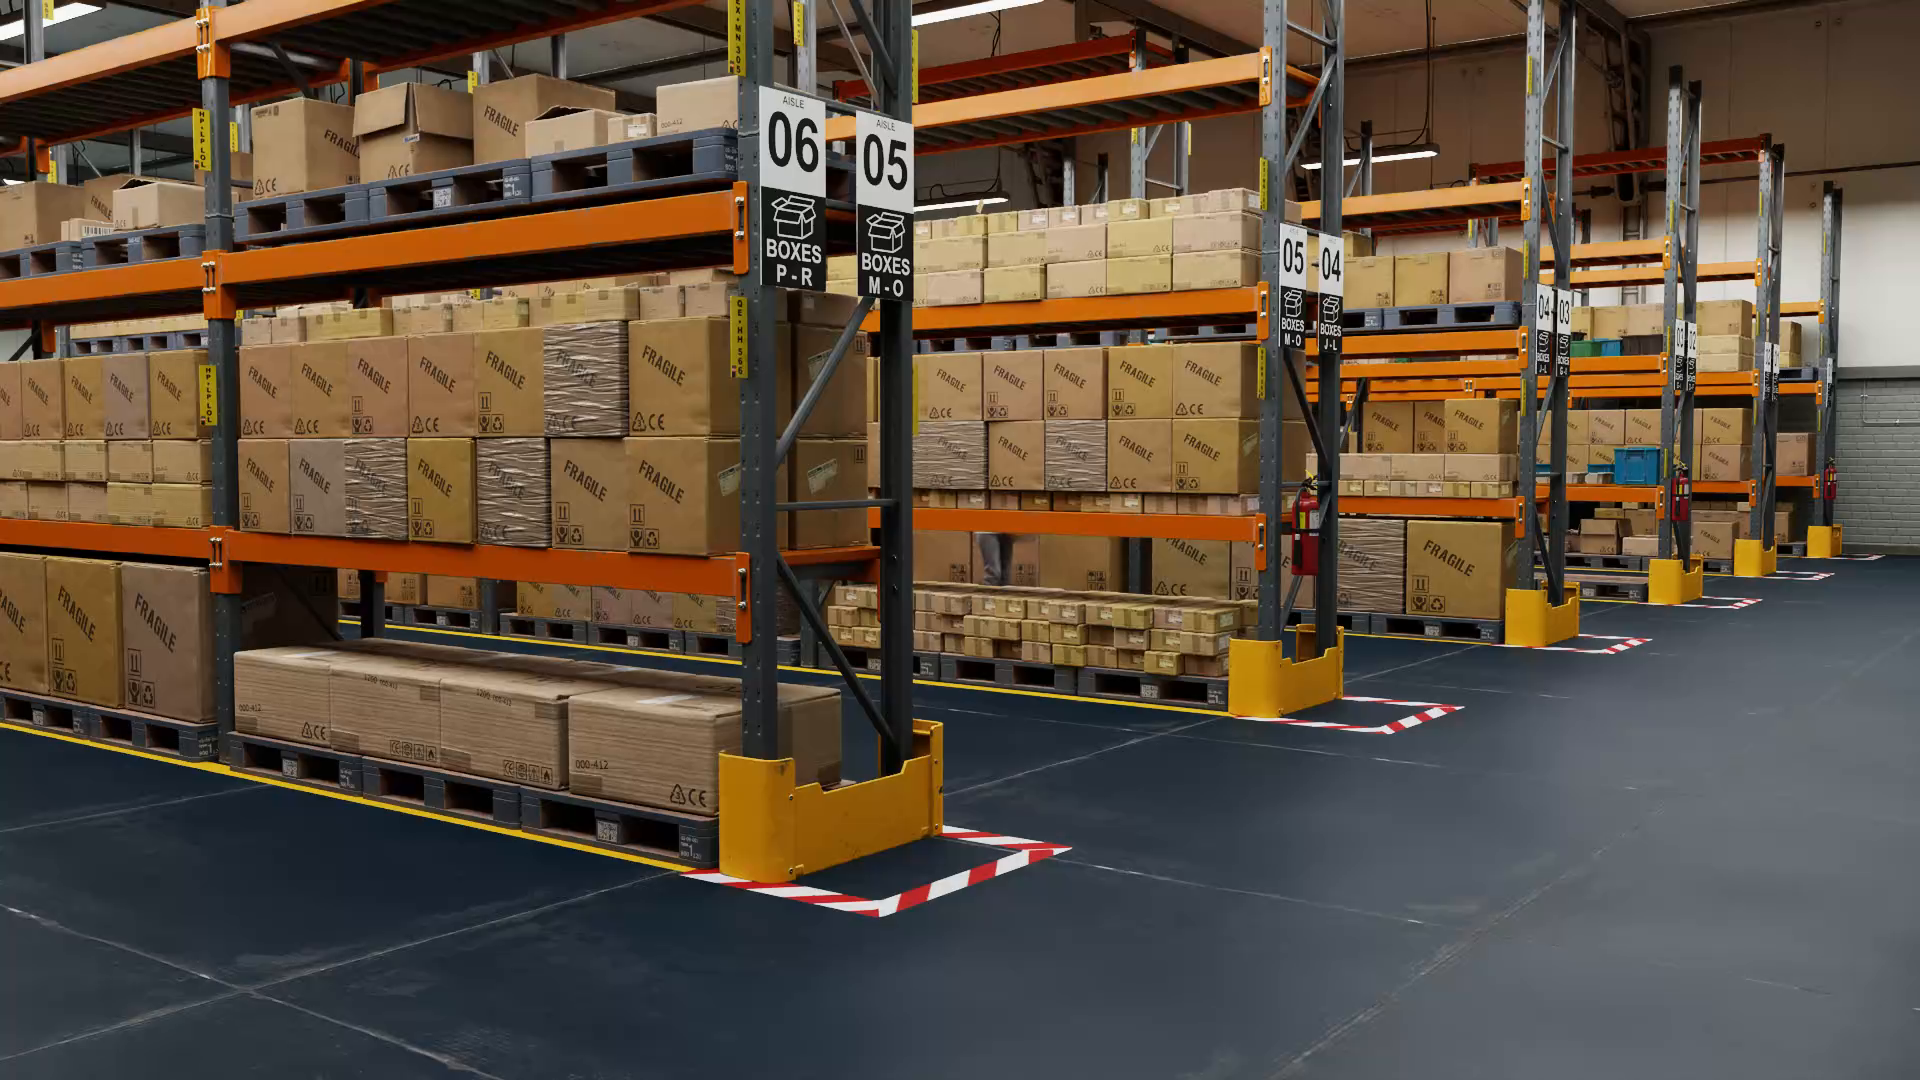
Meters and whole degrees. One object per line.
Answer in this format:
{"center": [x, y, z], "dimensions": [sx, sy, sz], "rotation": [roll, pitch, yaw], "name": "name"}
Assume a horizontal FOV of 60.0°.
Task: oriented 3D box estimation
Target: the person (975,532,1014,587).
{"center": [0.417, -0.058, 16.739], "dimensions": [0.540, 1.776, 0.512], "rotation": [2, 4, 36], "name": "person"}
